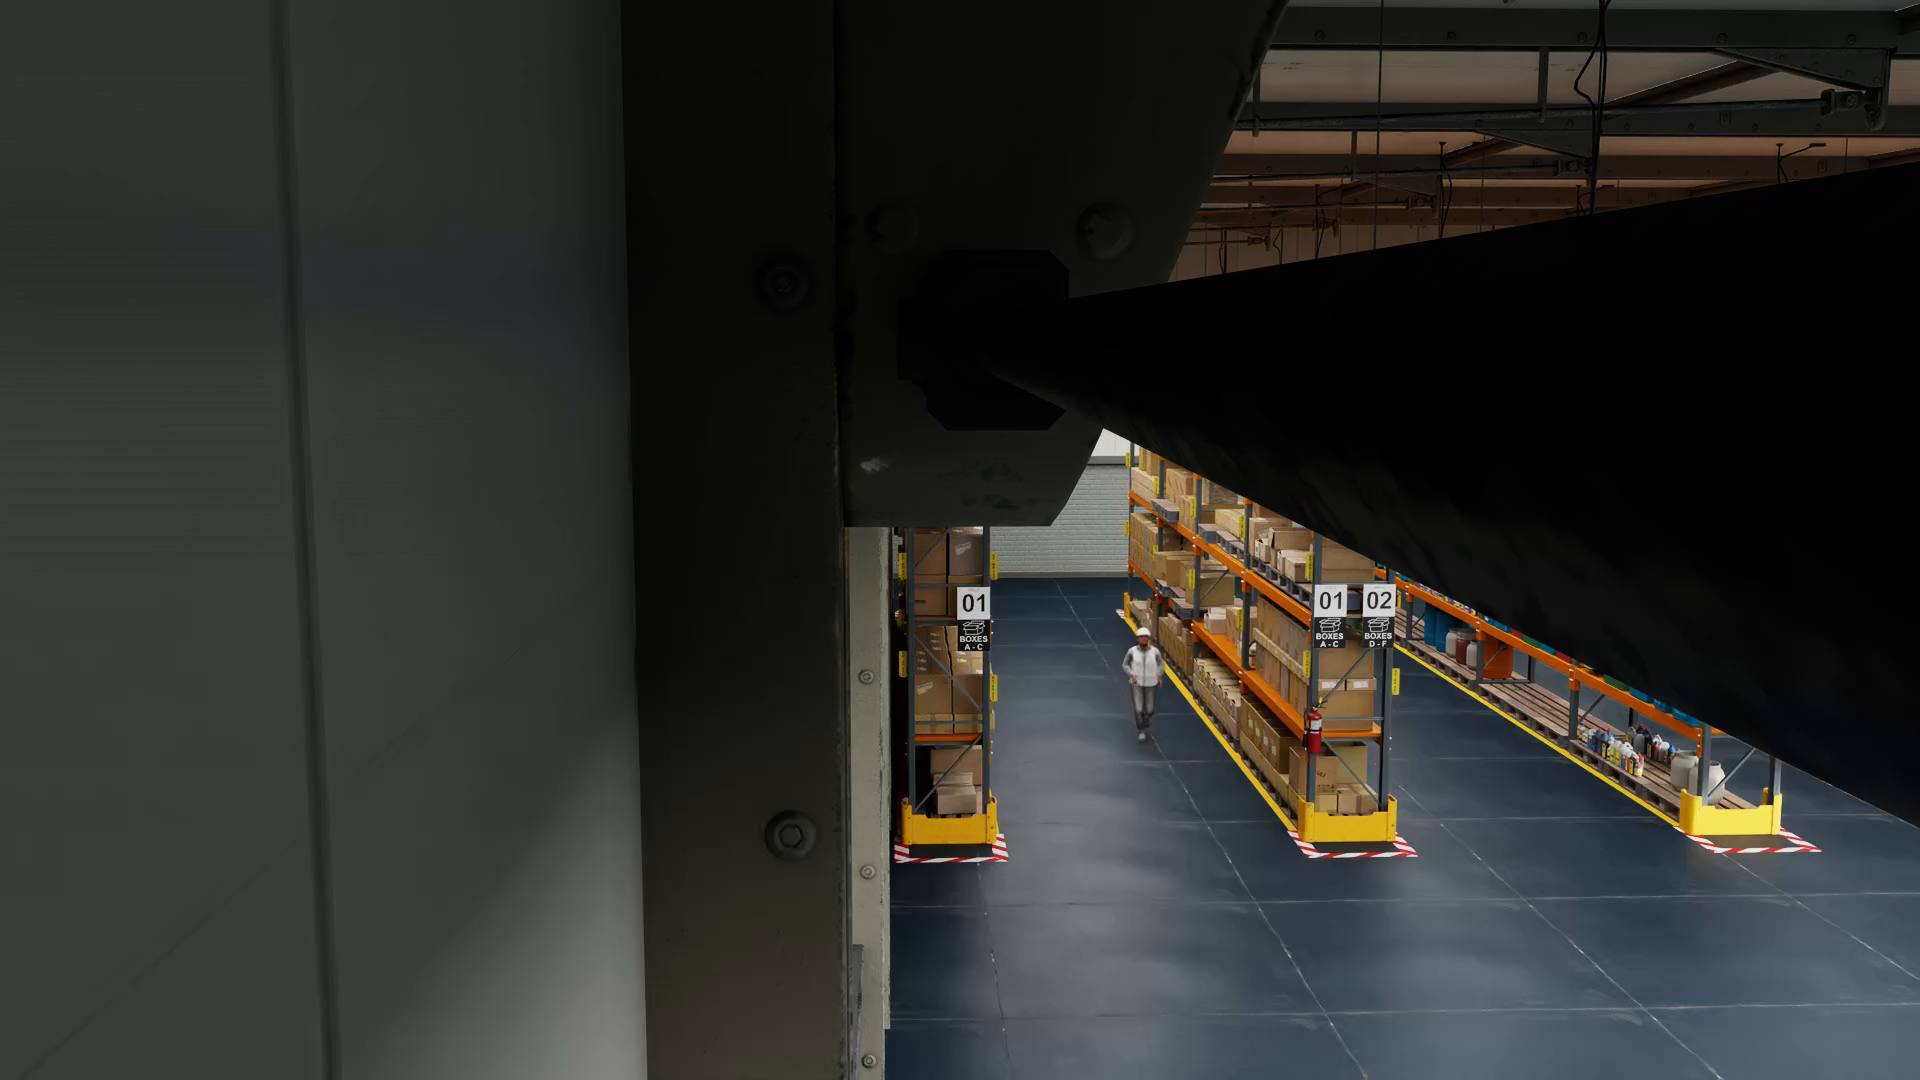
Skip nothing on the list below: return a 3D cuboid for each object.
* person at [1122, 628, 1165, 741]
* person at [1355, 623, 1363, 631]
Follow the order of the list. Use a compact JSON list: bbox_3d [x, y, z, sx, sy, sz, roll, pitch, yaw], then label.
[{"bbox_3d":[2.827,2.208,25.638,0.661,1.730,0.585,0,7,3],"label":"person"},{"bbox_3d":[7.687,1.434,31.529,0.662,1.802,0.916,0,7,-2],"label":"person"}]
